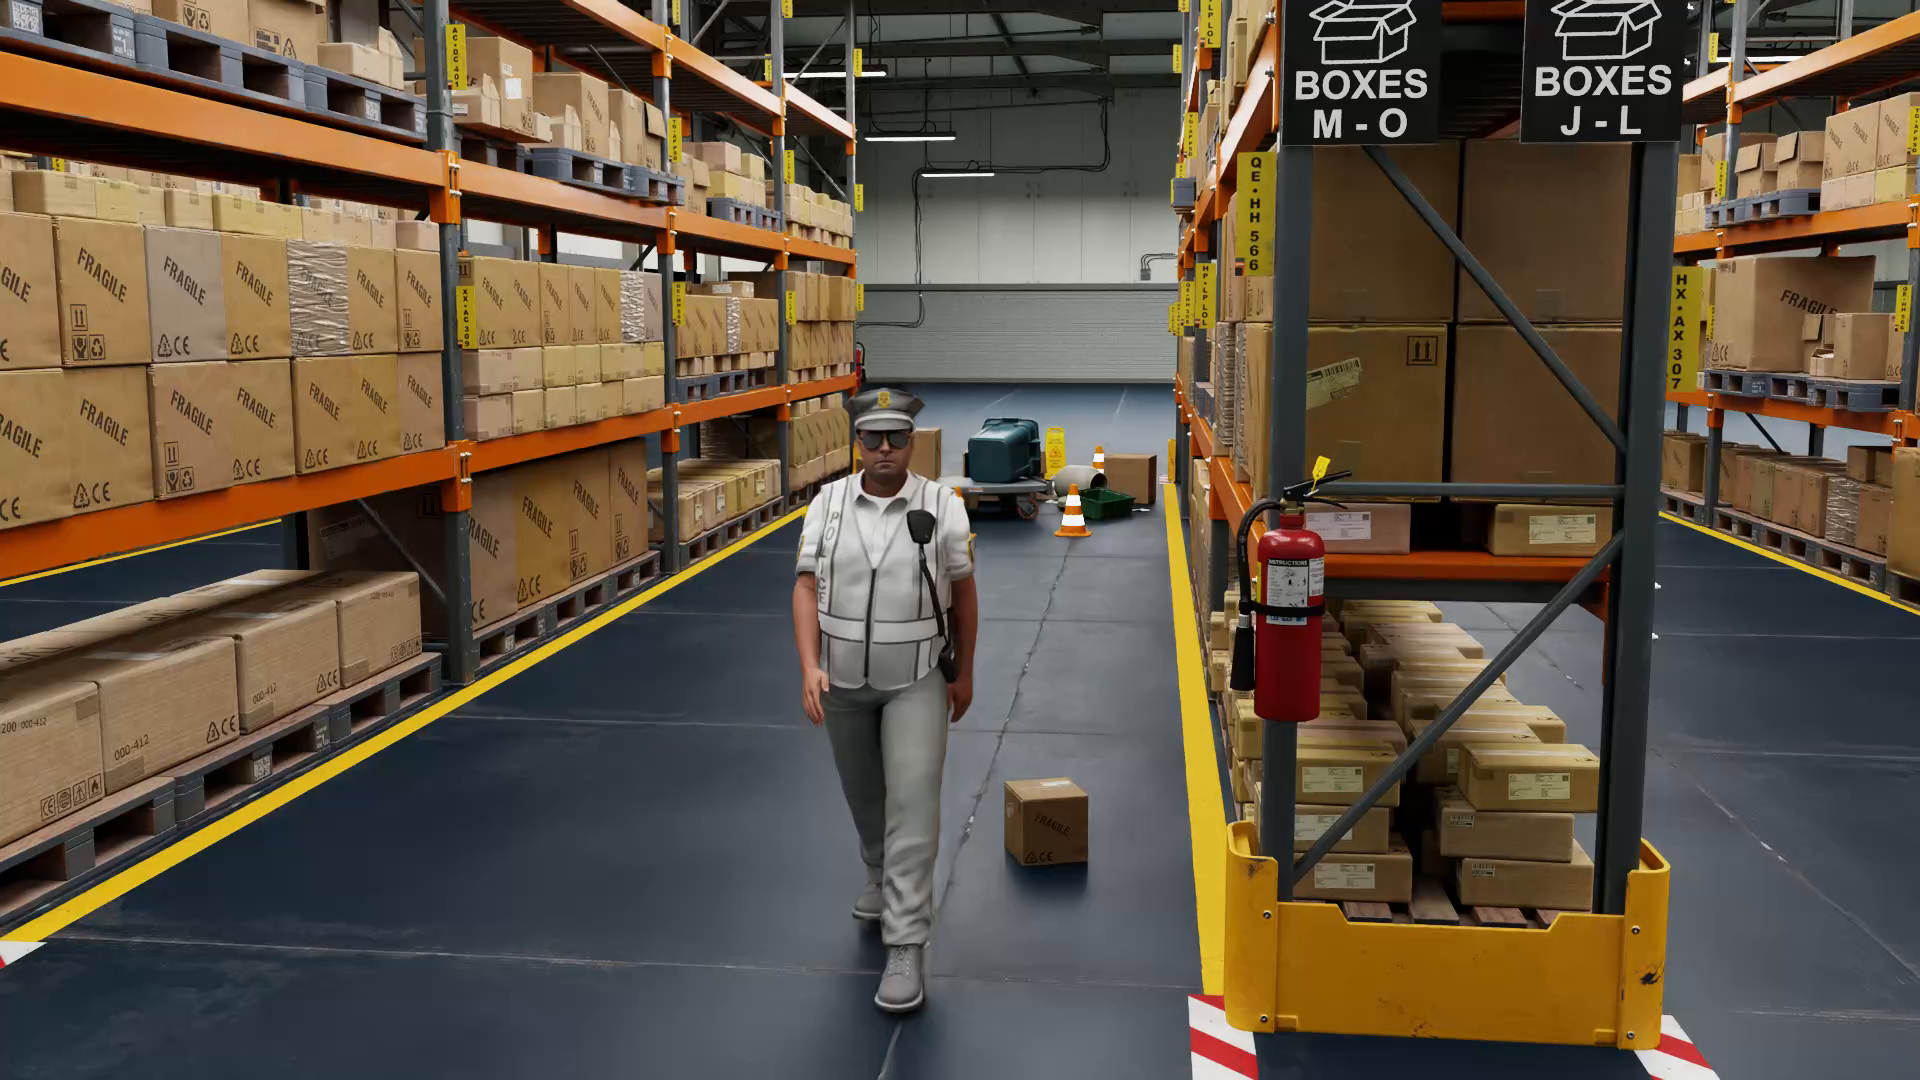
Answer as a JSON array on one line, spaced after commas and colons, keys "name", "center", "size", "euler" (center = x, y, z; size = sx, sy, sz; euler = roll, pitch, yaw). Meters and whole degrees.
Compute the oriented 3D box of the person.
[{"name": "person", "center": [-0.254, 0.408, 5.009], "size": [0.536, 1.716, 0.996], "euler": [2, 8, 12]}]
